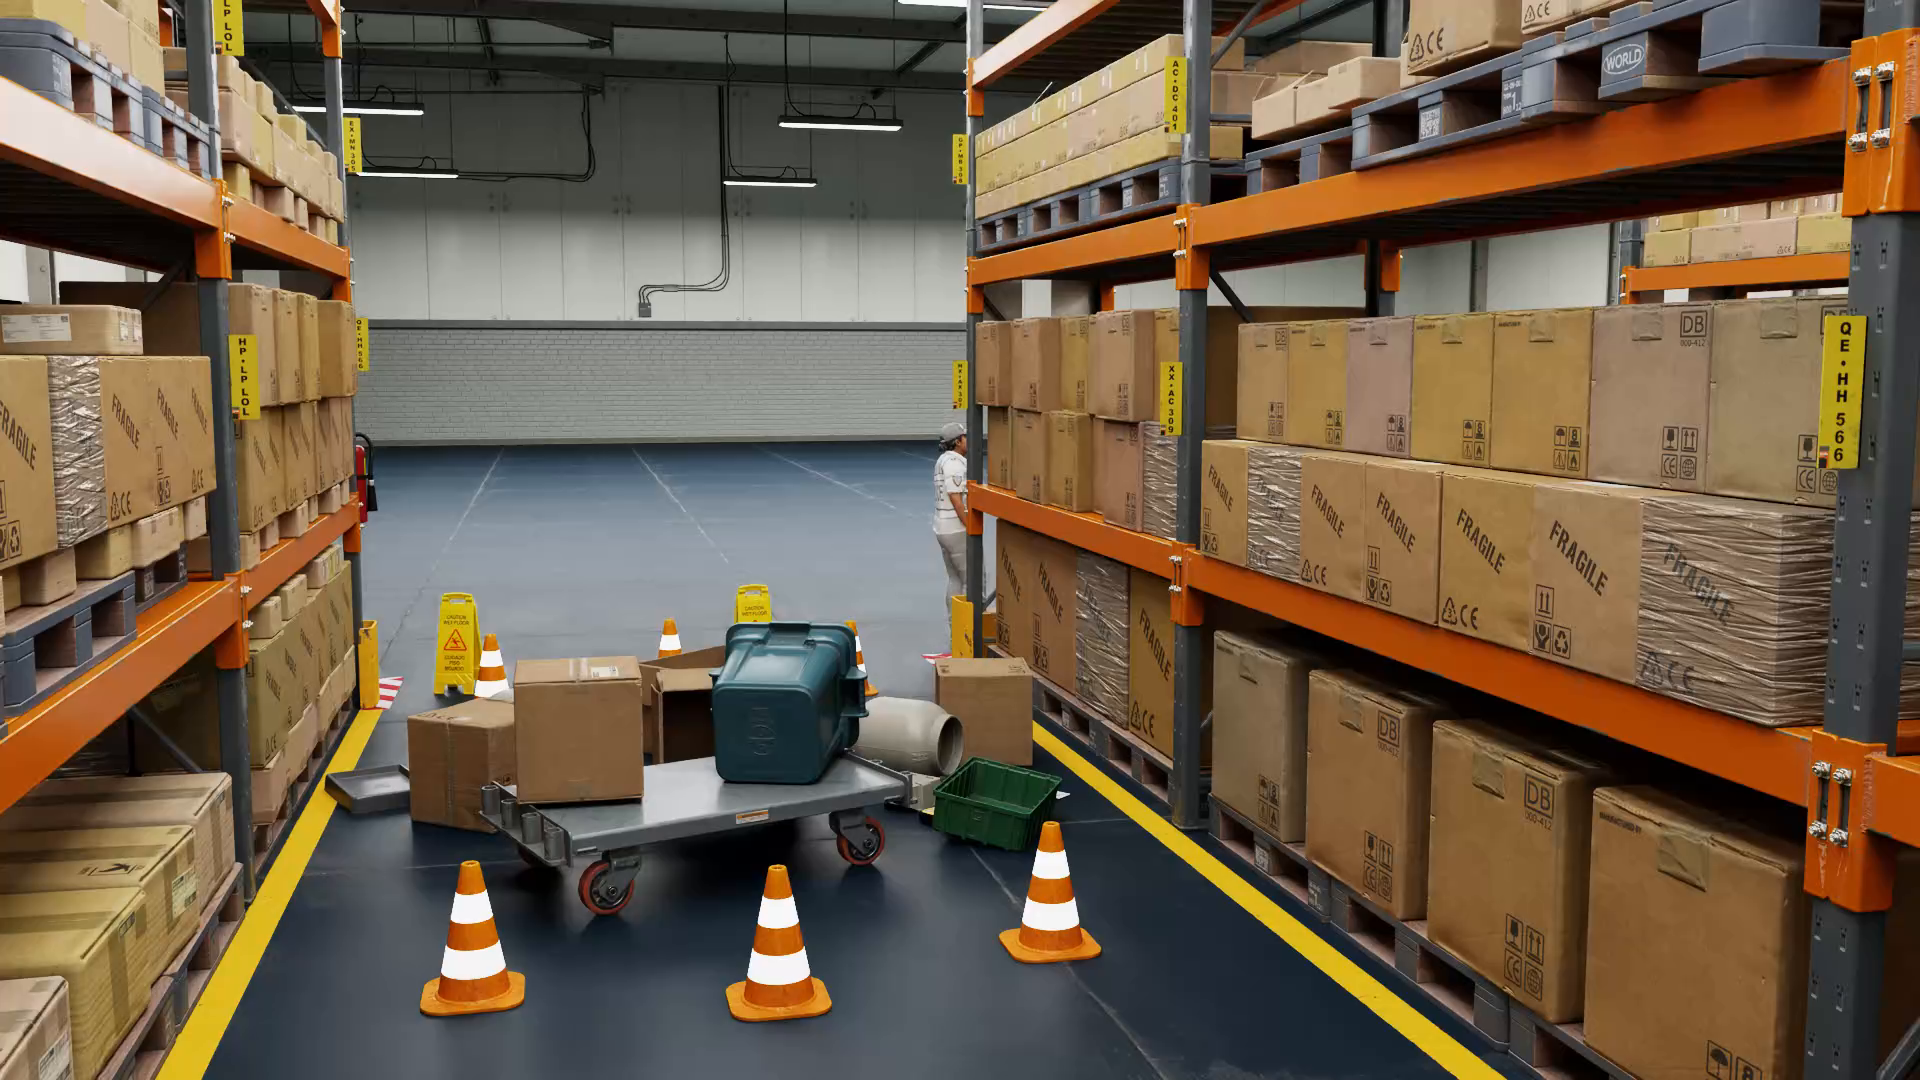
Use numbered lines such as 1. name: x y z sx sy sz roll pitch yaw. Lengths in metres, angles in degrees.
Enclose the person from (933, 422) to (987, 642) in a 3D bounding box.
1. person: 0.076 -0.045 12.493 0.529 1.670 0.598 -1 6 -12
